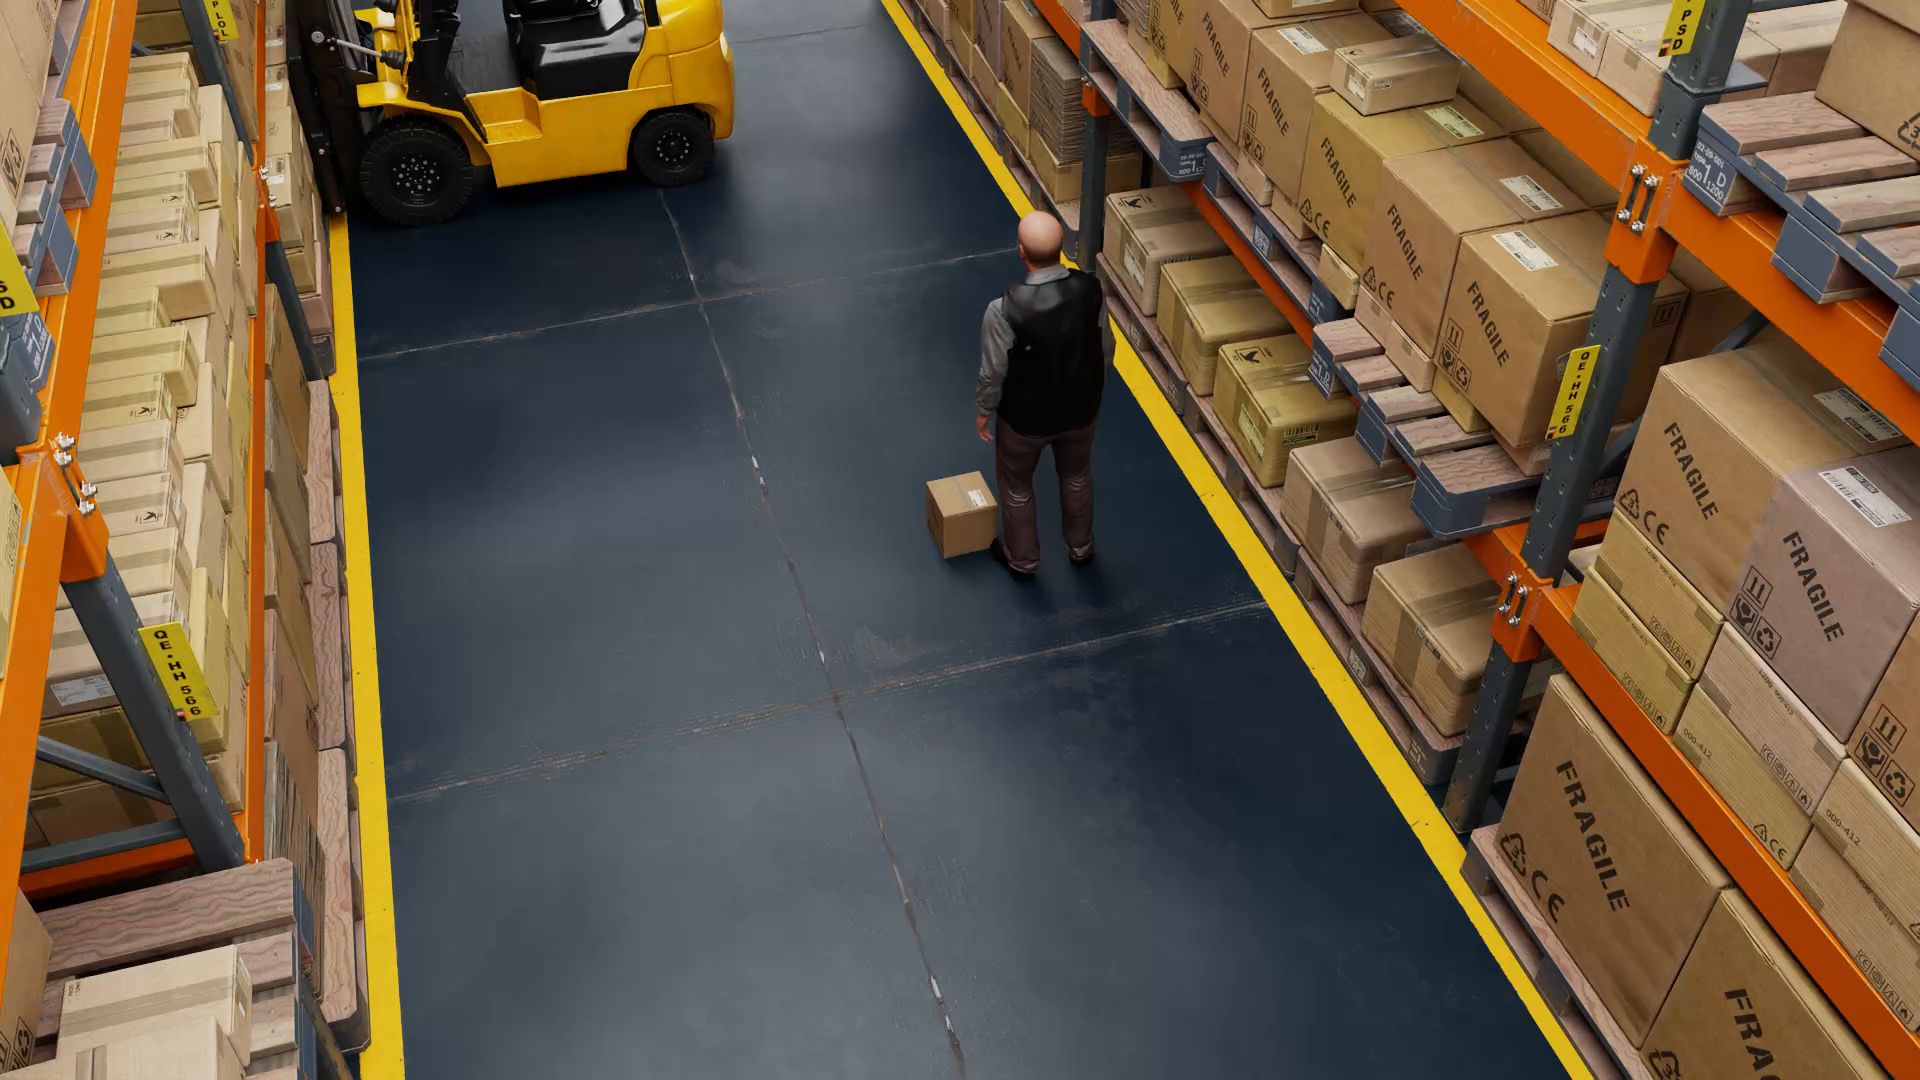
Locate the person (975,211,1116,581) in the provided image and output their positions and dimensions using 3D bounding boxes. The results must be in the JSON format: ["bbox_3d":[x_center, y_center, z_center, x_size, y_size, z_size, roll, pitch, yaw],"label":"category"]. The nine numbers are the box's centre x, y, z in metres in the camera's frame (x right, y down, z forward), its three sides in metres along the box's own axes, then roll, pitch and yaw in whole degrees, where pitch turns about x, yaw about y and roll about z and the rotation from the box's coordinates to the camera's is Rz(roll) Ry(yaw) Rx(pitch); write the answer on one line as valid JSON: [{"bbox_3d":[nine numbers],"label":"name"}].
[{"bbox_3d":[0.350,-0.538,6.776,0.594,1.722,0.412,-14,44,-15],"label":"person"}]
